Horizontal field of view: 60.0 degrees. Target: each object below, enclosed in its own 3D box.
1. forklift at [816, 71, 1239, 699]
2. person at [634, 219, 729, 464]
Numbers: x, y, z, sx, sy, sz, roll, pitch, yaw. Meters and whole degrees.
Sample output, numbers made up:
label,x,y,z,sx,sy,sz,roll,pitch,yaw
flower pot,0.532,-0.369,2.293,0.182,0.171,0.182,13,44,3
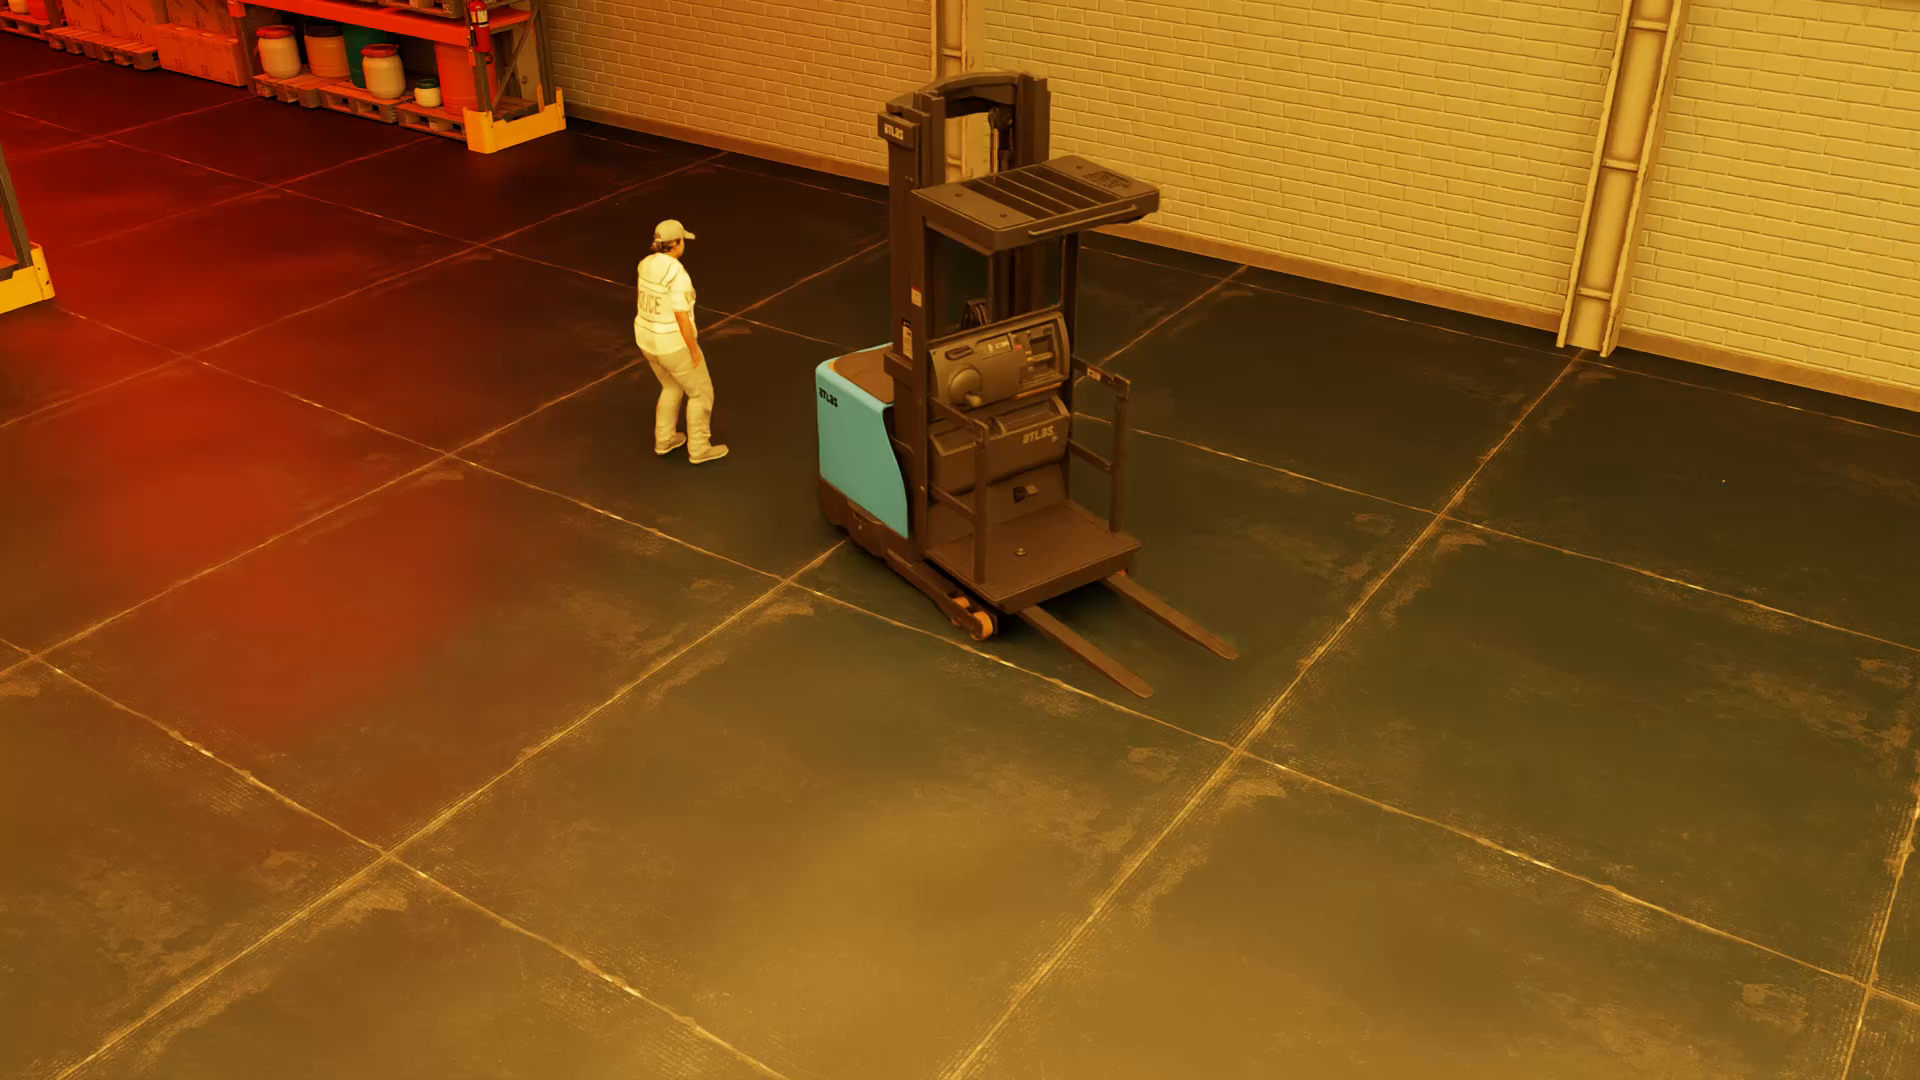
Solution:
label,x,y,z,sx,sy,sz,roll,pitch,yaw
forklift,0.358,-0.970,9.251,1.130,2.935,3.031,-20,35,-30
person,-1.915,-1.330,11.145,0.454,1.660,0.539,-25,38,-36
